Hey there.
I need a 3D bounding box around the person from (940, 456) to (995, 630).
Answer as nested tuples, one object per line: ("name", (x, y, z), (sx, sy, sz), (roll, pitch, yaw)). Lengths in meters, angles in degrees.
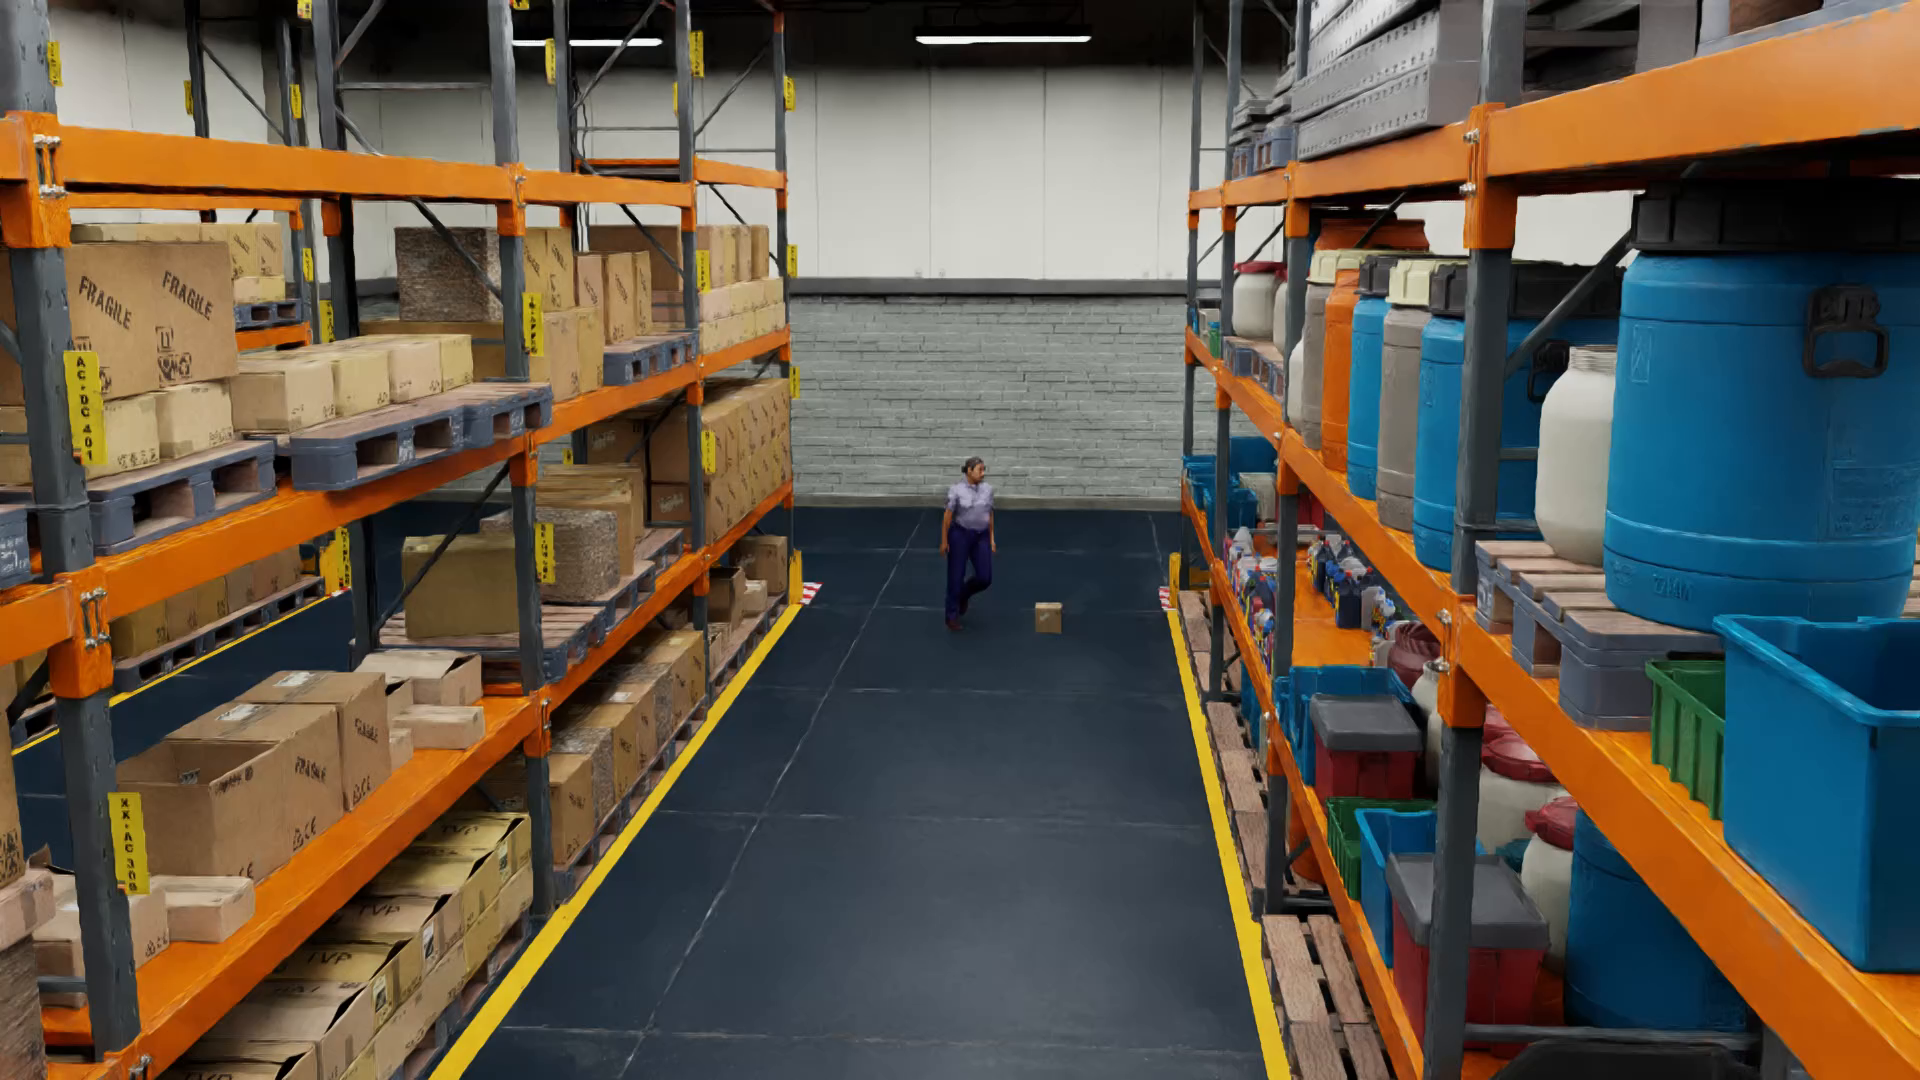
("person", (0.078, 0.010, 15.897), (0.566, 1.612, 0.522), (-4, 12, -22))
